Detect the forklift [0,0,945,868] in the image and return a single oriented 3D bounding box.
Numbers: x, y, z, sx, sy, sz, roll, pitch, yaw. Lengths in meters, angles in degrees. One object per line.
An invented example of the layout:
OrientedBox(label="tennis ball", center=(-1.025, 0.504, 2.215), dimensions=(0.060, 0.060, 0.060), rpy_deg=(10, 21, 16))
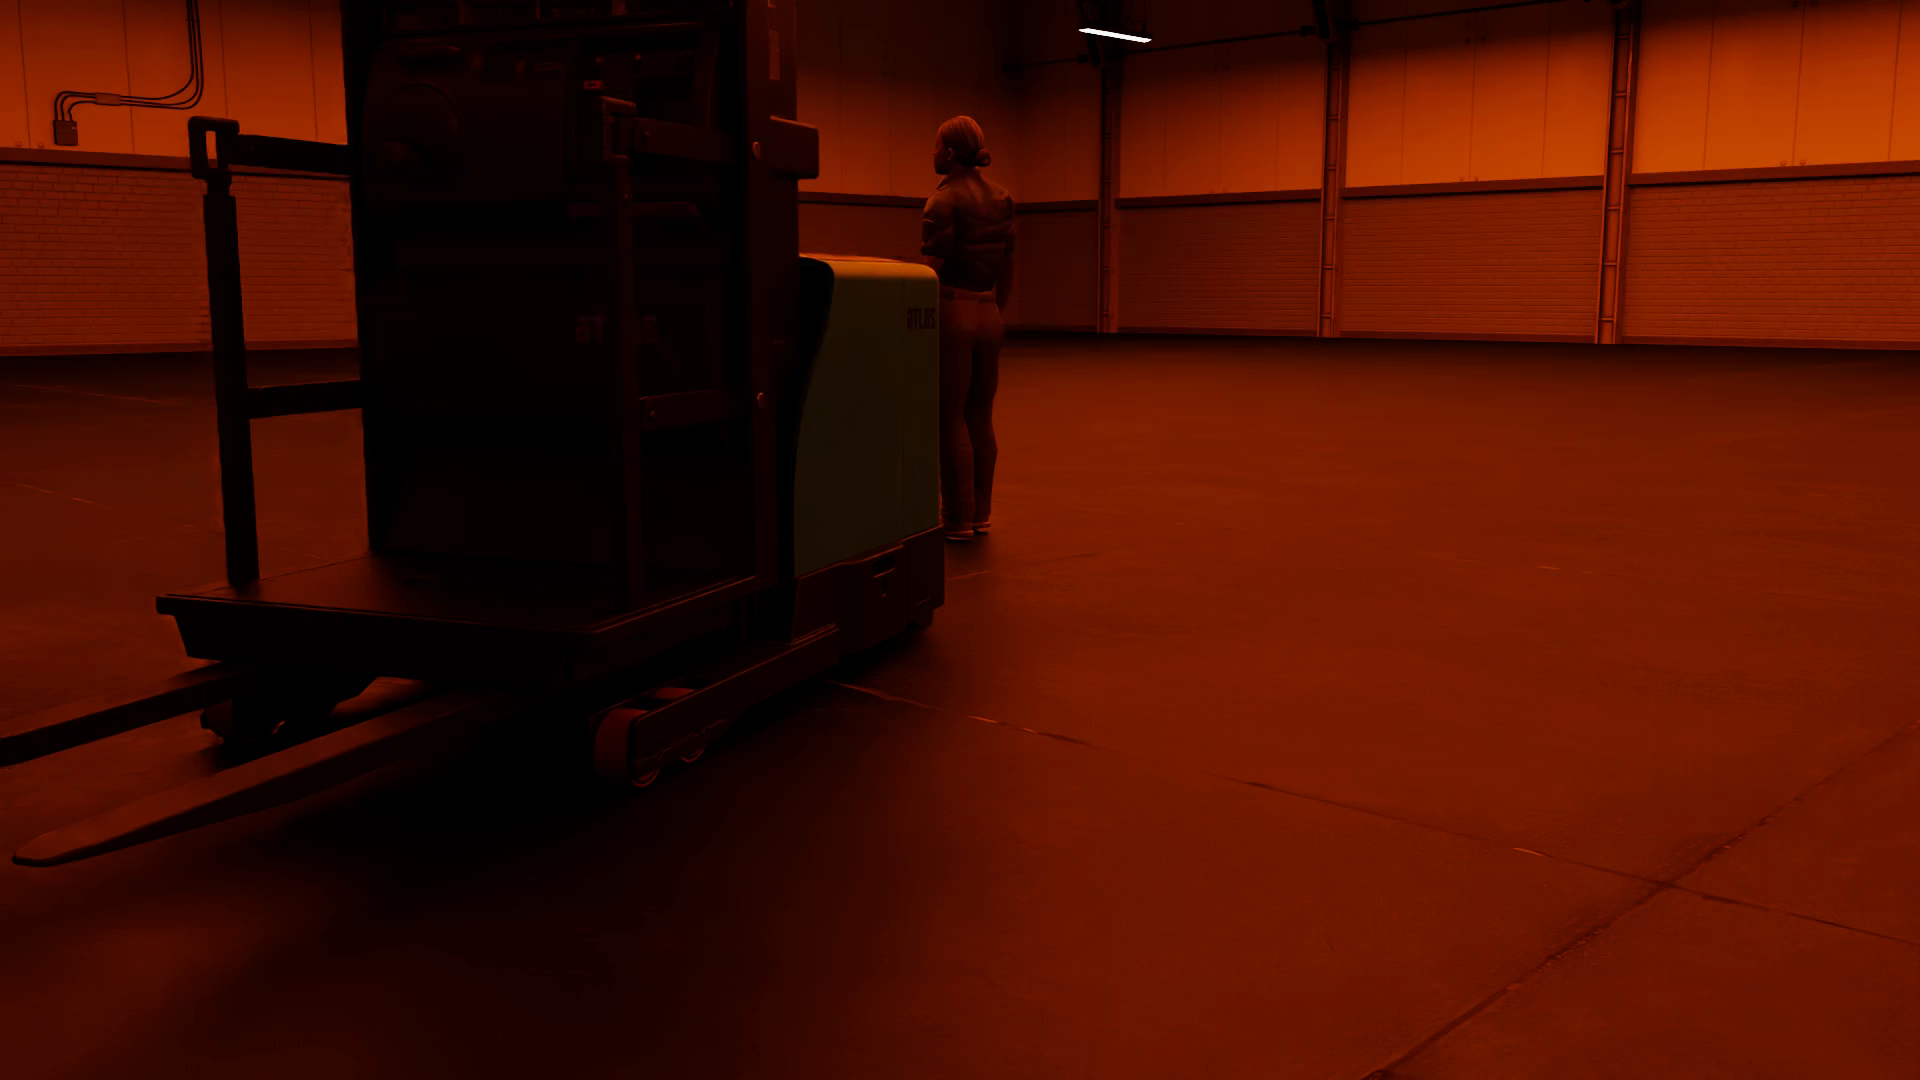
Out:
OrientedBox(label="forklift", center=(-1.038, -1.014, 3.608), dimensions=(1.130, 2.935, 3.031), rpy_deg=(3, 9, 20))

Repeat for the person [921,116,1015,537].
OrientedBox(label="person", center=(-0.049, -0.837, 6.668), dimensions=(0.504, 1.655, 0.569), rpy_deg=(8, 12, 43))
